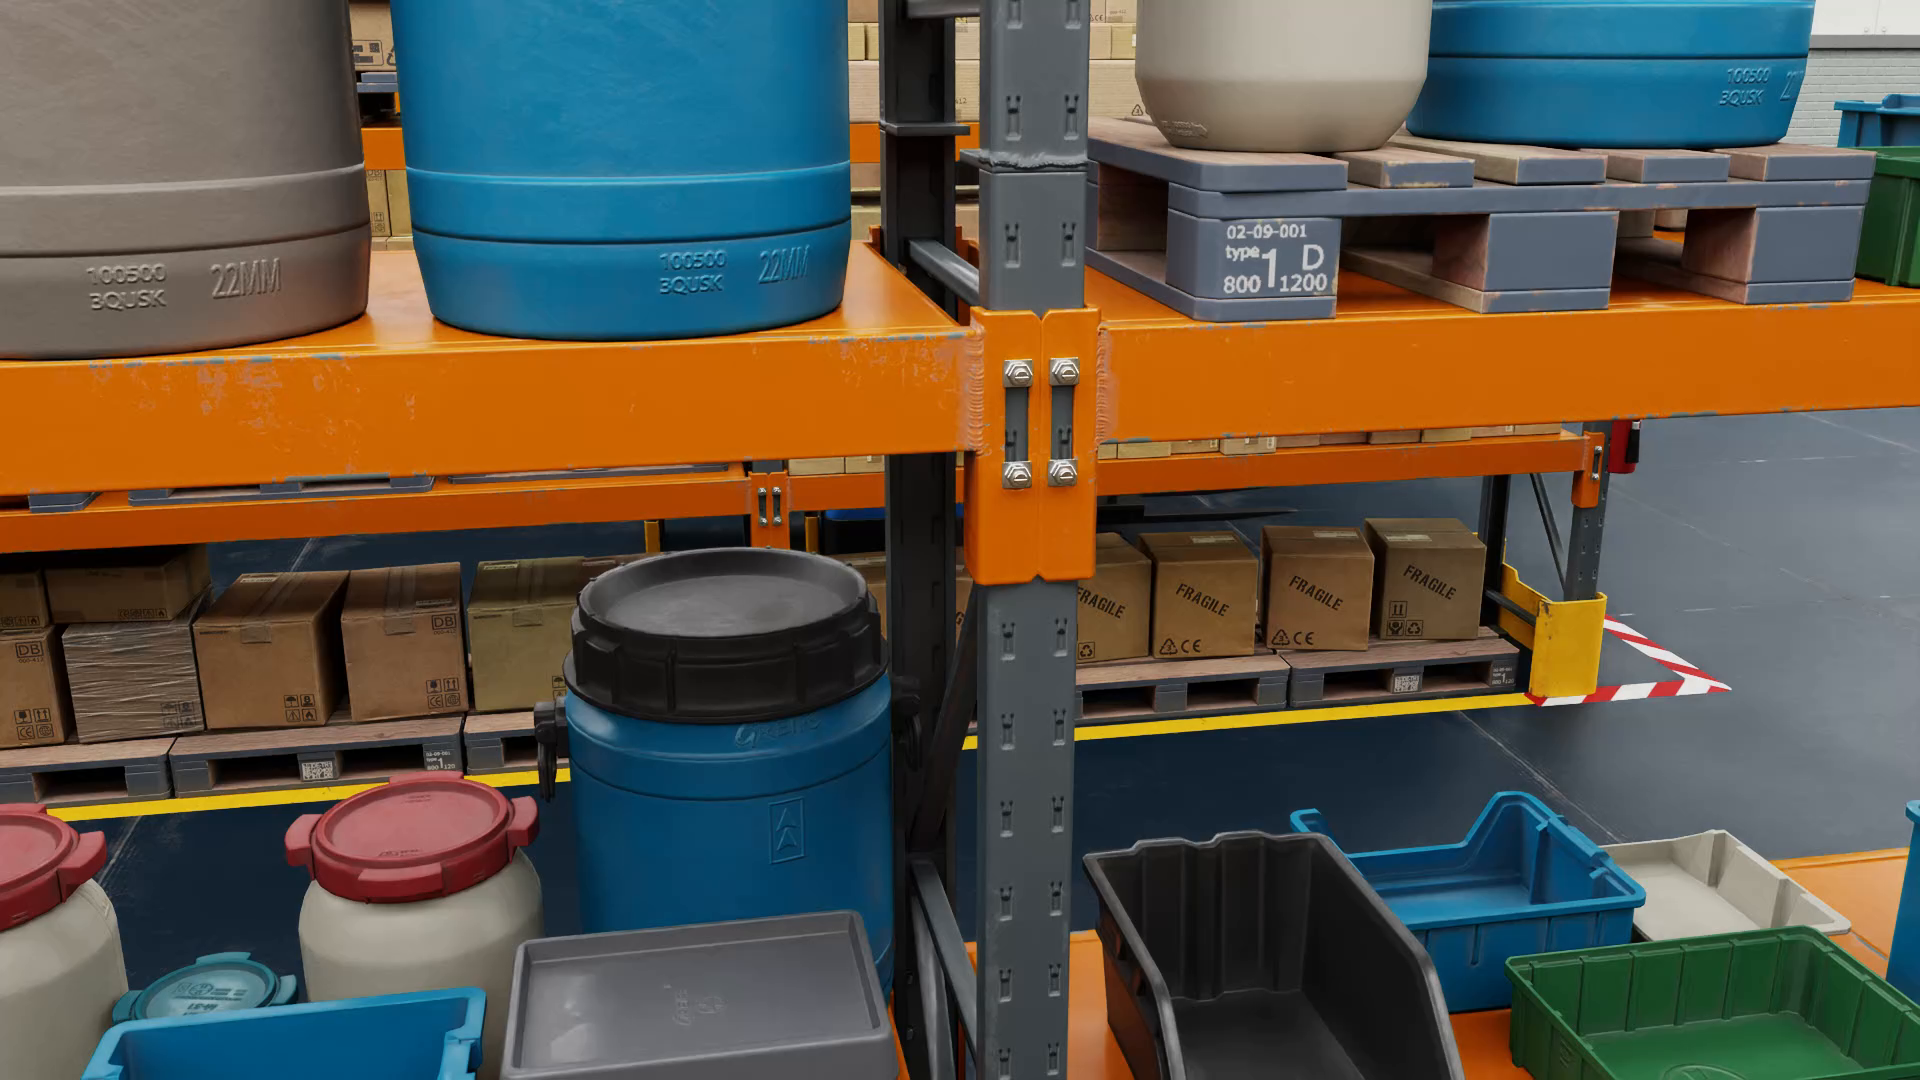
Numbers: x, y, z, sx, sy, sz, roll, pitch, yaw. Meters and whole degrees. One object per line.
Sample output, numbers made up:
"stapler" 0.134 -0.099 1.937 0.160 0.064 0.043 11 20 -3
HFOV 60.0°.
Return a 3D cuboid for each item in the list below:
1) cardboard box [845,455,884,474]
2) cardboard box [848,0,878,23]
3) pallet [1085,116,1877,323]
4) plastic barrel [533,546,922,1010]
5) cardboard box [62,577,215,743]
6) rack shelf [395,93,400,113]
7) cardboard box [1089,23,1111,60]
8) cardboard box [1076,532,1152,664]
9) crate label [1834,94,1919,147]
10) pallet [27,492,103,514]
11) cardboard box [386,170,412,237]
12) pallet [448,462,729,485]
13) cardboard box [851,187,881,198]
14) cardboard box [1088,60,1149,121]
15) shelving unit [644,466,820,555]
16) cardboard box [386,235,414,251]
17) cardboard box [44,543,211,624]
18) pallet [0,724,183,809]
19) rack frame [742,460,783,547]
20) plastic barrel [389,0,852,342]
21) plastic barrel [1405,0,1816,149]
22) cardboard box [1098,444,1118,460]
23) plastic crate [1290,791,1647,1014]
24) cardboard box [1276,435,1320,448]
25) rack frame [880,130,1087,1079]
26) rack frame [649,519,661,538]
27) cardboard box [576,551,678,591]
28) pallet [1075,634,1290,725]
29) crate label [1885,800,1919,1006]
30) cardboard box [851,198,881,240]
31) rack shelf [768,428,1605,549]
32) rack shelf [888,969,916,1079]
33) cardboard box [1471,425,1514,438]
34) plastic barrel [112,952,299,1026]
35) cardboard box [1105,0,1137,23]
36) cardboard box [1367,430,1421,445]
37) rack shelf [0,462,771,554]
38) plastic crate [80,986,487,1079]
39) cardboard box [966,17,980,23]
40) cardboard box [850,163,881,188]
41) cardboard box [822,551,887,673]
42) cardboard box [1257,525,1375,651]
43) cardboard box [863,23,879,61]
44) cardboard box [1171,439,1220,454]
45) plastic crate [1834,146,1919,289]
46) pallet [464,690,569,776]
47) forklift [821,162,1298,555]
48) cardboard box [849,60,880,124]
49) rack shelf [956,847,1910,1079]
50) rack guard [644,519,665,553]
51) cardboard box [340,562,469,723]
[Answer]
"cardboard box" -0.415 -0.420 7.499 0.250 0.149 0.380 -3 17 -10
"cardboard box" -0.538 -2.566 7.421 0.500 0.500 0.500 -4 17 -12
"pallet" 0.698 -0.589 2.834 1.003 0.211 1.213 -3 17 -10
"plastic barrel" -0.428 0.517 3.164 0.708 0.901 0.600 -3 17 -10
"cardboard box" -3.662 0.525 7.502 0.500 0.500 0.700 -5 18 -15
"rack shelf" -3.737 -3.019 11.649 4.000 0.370 1.077 -3 17 -10
"cardboard box" 0.476 -2.146 7.158 0.250 0.149 0.380 -4 17 -11
"cardboard box" 0.625 0.287 8.310 0.500 0.500 0.500 -5 18 -15
"crate label" 2.035 -0.754 3.301 0.408 0.251 0.502 -3 17 -10
"pallet" -4.179 -0.361 7.204 1.003 0.211 1.213 -3 17 -10
"cardboard box" -3.756 -2.452 11.812 0.500 0.500 0.700 -3 17 -11
"pallet" -1.709 -0.513 7.699 1.213 0.211 1.003 -3 17 -10
"cardboard box" -0.541 -1.377 7.807 0.500 0.500 0.500 -3 17 -10
"cardboard box" 0.568 -1.974 7.276 0.500 0.250 0.500 -4 18 -13
"shelving unit" -1.453 -0.687 10.496 1.083 1.500 0.587 -2 17 -6
"cardboard box" -3.725 -1.897 11.708 0.500 0.500 0.500 -3 17 -11
"cardboard box" -3.687 0.166 7.395 0.500 0.250 0.500 -1 17 -4
"pallet" -4.091 0.908 7.497 1.213 0.211 1.003 -3 17 -10
"rack frame" -0.931 -0.605 7.672 0.127 3.000 1.000 -3 17 -10
"plastic barrel" -0.450 -0.760 2.214 0.708 0.901 0.600 -3 17 -10
"plastic barrel" 1.006 -1.076 2.528 0.708 0.901 0.600 -3 17 -10
"cardboard box" 0.560 -0.487 7.716 0.250 0.149 0.380 -3 17 -10
"plastic crate" 1.044 0.754 3.501 0.616 0.251 0.499 -3 17 -10
"cardboard box" 1.531 -0.558 7.947 0.250 0.149 0.380 -3 17 -10
"rack frame" 0.008 0.823 3.024 0.127 3.000 1.000 -3 17 -10
"rack frame" -1.949 -0.671 10.443 0.032 1.500 0.500 -2 17 -6
"cardboard box" -1.538 0.408 7.884 0.500 0.500 0.700 -5 18 -15
"pallet" 0.922 0.611 8.461 1.213 0.211 1.003 -3 17 -10
"crate label" 2.180 0.764 3.156 0.616 0.435 0.502 -3 17 -10
"cardboard box" -0.441 -1.225 7.310 0.500 0.500 0.500 -3 17 -10
"rack shelf" 1.033 -0.372 8.141 4.000 0.370 1.077 -3 17 -10
"rack shelf" -1.955 1.278 2.767 4.000 0.370 1.077 -3 17 -10
"cardboard box" 2.510 -0.619 8.145 0.250 0.149 0.380 -3 17 -10
"plastic barrel" -1.320 0.918 2.948 0.301 0.262 0.301 0 17 0
"cardboard box" 1.236 -3.881 12.092 0.500 0.250 0.500 -3 17 -10
"cardboard box" 2.026 -0.580 8.020 0.250 0.149 0.380 -3 17 -10
"rack shelf" -2.895 -0.150 7.415 4.000 0.370 1.077 -3 17 -10
"plastic crate" -1.016 0.982 2.534 0.575 0.384 0.392 -3 17 -10
"cardboard box" 0.248 -3.825 11.911 0.500 0.250 0.500 -3 17 -10
"cardboard box" -0.886 -2.703 12.409 0.550 0.550 0.875 -3 17 -10
"cardboard box" -0.531 0.378 8.013 0.500 0.500 0.500 -4 17 -12
"cardboard box" 1.800 0.240 8.465 0.500 0.500 0.500 1 17 4
"cardboard box" -0.305 -2.121 7.077 0.250 0.149 0.380 -4 18 -13
"cardboard box" 1.044 -0.525 7.839 0.250 0.149 0.380 -3 17 -10
"plastic crate" 1.609 -0.519 2.645 0.450 0.188 0.336 -3 17 -10
"pallet" -1.695 0.772 7.939 1.213 0.211 1.003 -3 17 -10
"forklift" 0.625 -1.422 10.449 3.031 2.935 1.130 -2 17 -6
"cardboard box" -0.441 -1.918 7.095 0.500 0.250 0.500 -4 18 -13
"rack shelf" 1.972 1.055 3.492 4.000 0.370 1.077 -3 17 -10
"rack guard" -1.948 -0.074 10.627 0.087 0.250 0.587 -2 17 -6
"cardboard box" -2.559 0.460 7.713 0.500 0.500 0.700 -5 18 -15
